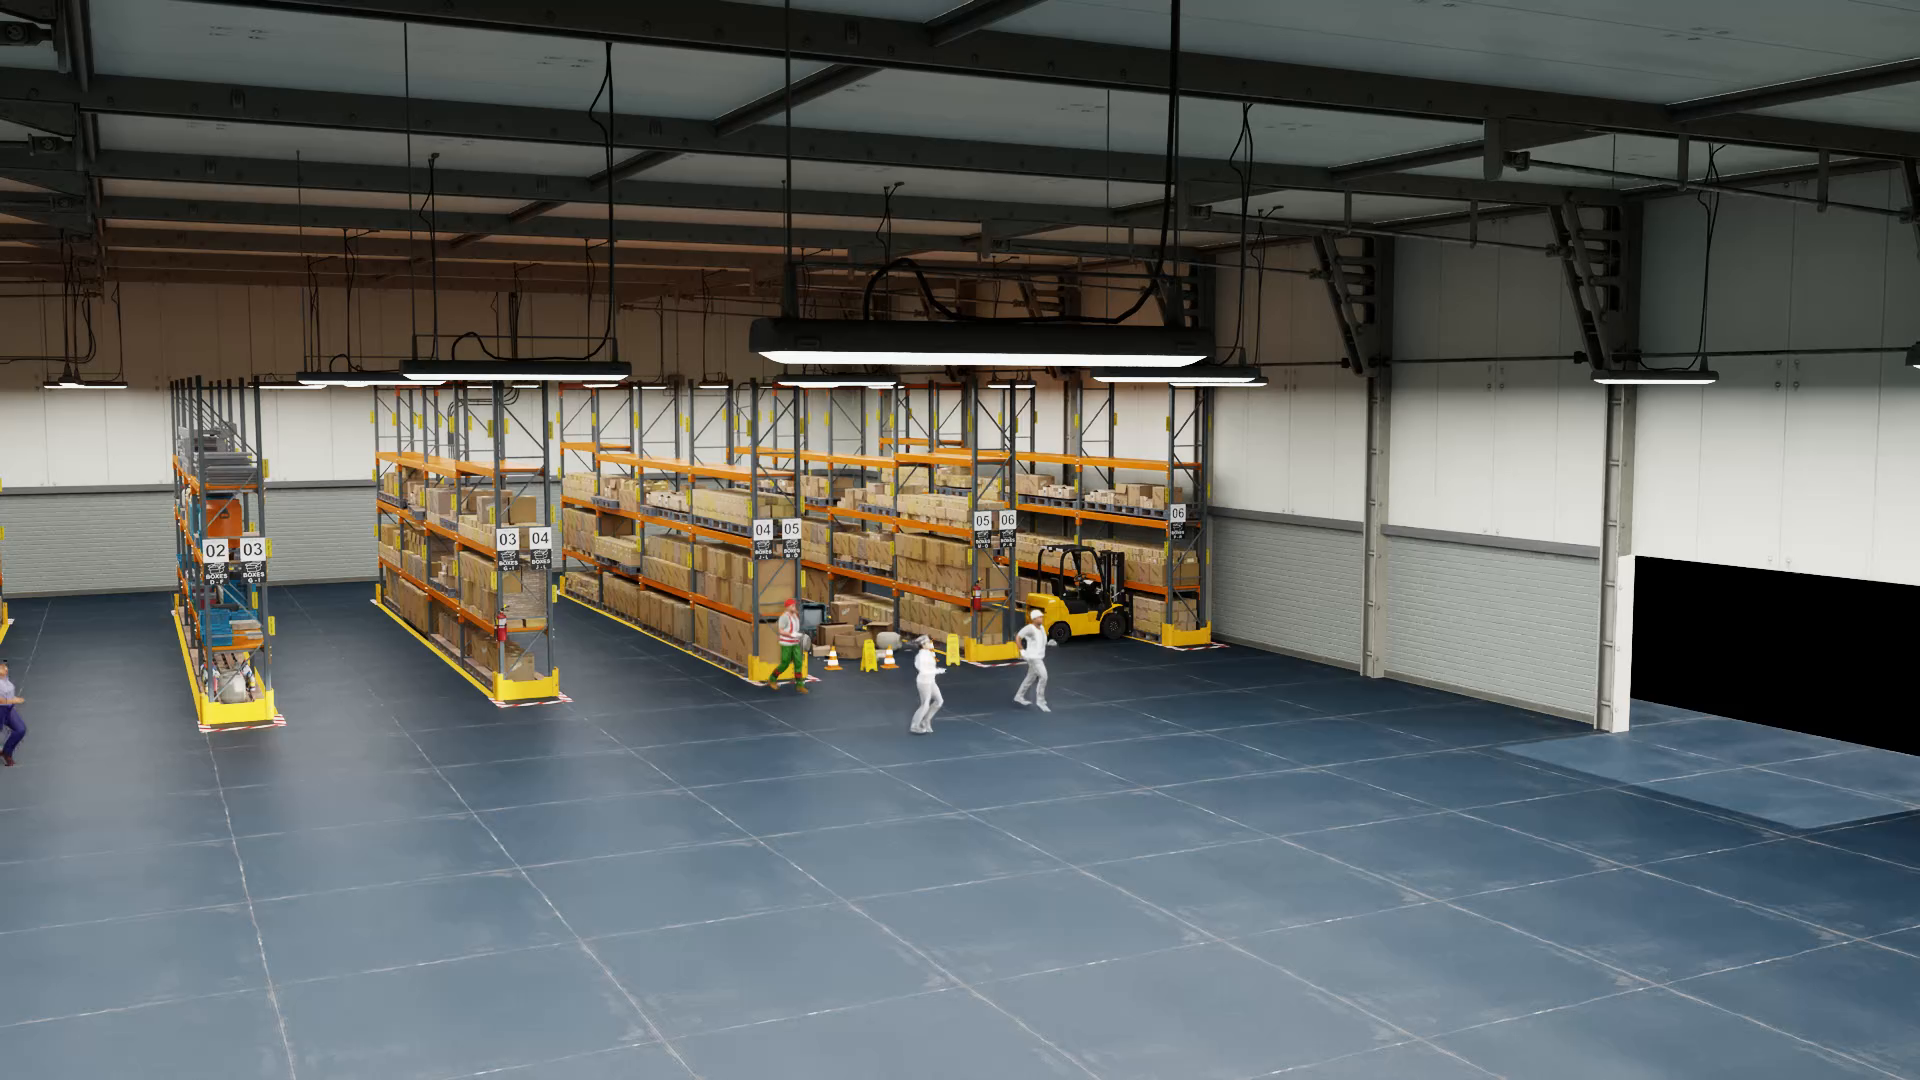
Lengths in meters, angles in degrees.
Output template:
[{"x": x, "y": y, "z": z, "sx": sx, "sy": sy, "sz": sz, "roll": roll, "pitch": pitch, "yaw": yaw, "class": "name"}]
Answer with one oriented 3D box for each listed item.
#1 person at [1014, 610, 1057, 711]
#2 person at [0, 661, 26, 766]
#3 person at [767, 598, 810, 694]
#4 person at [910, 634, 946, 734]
[{"x": 1.352, "y": 2.170, "z": 30.078, "sx": 0.796, "sy": 1.842, "sz": 0.661, "roll": 2, "pitch": 5, "yaw": 19, "class": "person"}, {"x": -14.613, "y": 2.657, "z": 25.374, "sx": 0.761, "sy": 1.651, "sz": 0.573, "roll": 0, "pitch": 5, "yaw": 4, "class": "person"}, {"x": -3.255, "y": 2.009, "z": 31.653, "sx": 0.880, "sy": 1.811, "sz": 0.683, "roll": 3, "pitch": 6, "yaw": 27, "class": "person"}, {"x": -0.528, "y": 2.415, "z": 27.815, "sx": 0.630, "sy": 1.705, "sz": 0.595, "roll": 1, "pitch": 5, "yaw": 9, "class": "person"}]
